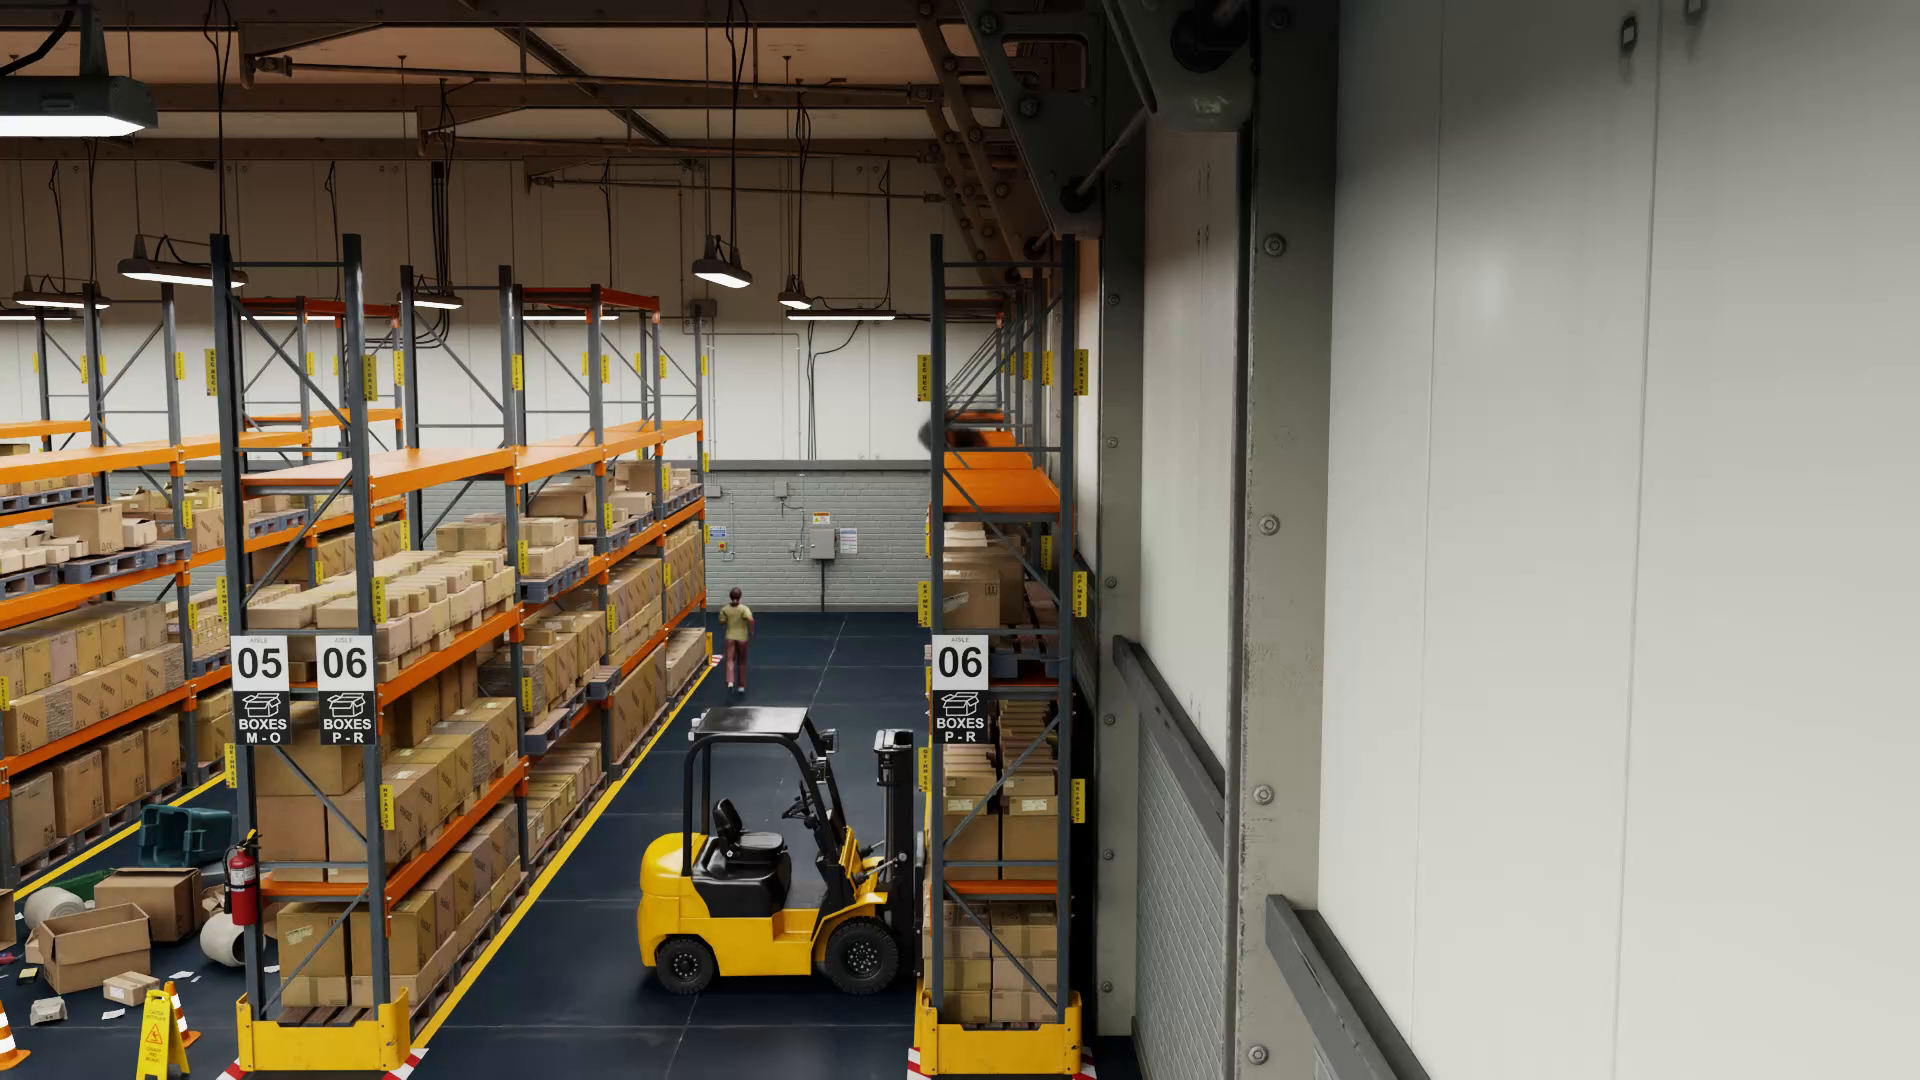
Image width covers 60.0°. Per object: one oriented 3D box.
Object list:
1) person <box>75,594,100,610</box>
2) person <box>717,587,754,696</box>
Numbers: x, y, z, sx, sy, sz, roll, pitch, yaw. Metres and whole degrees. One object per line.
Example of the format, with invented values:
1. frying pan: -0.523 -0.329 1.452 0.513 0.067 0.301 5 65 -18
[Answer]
1. person: -12.799 1.571 24.661 0.714 1.819 0.953 -1 6 -10
2. person: -3.389 1.534 25.178 0.575 1.652 0.970 0 6 -4
